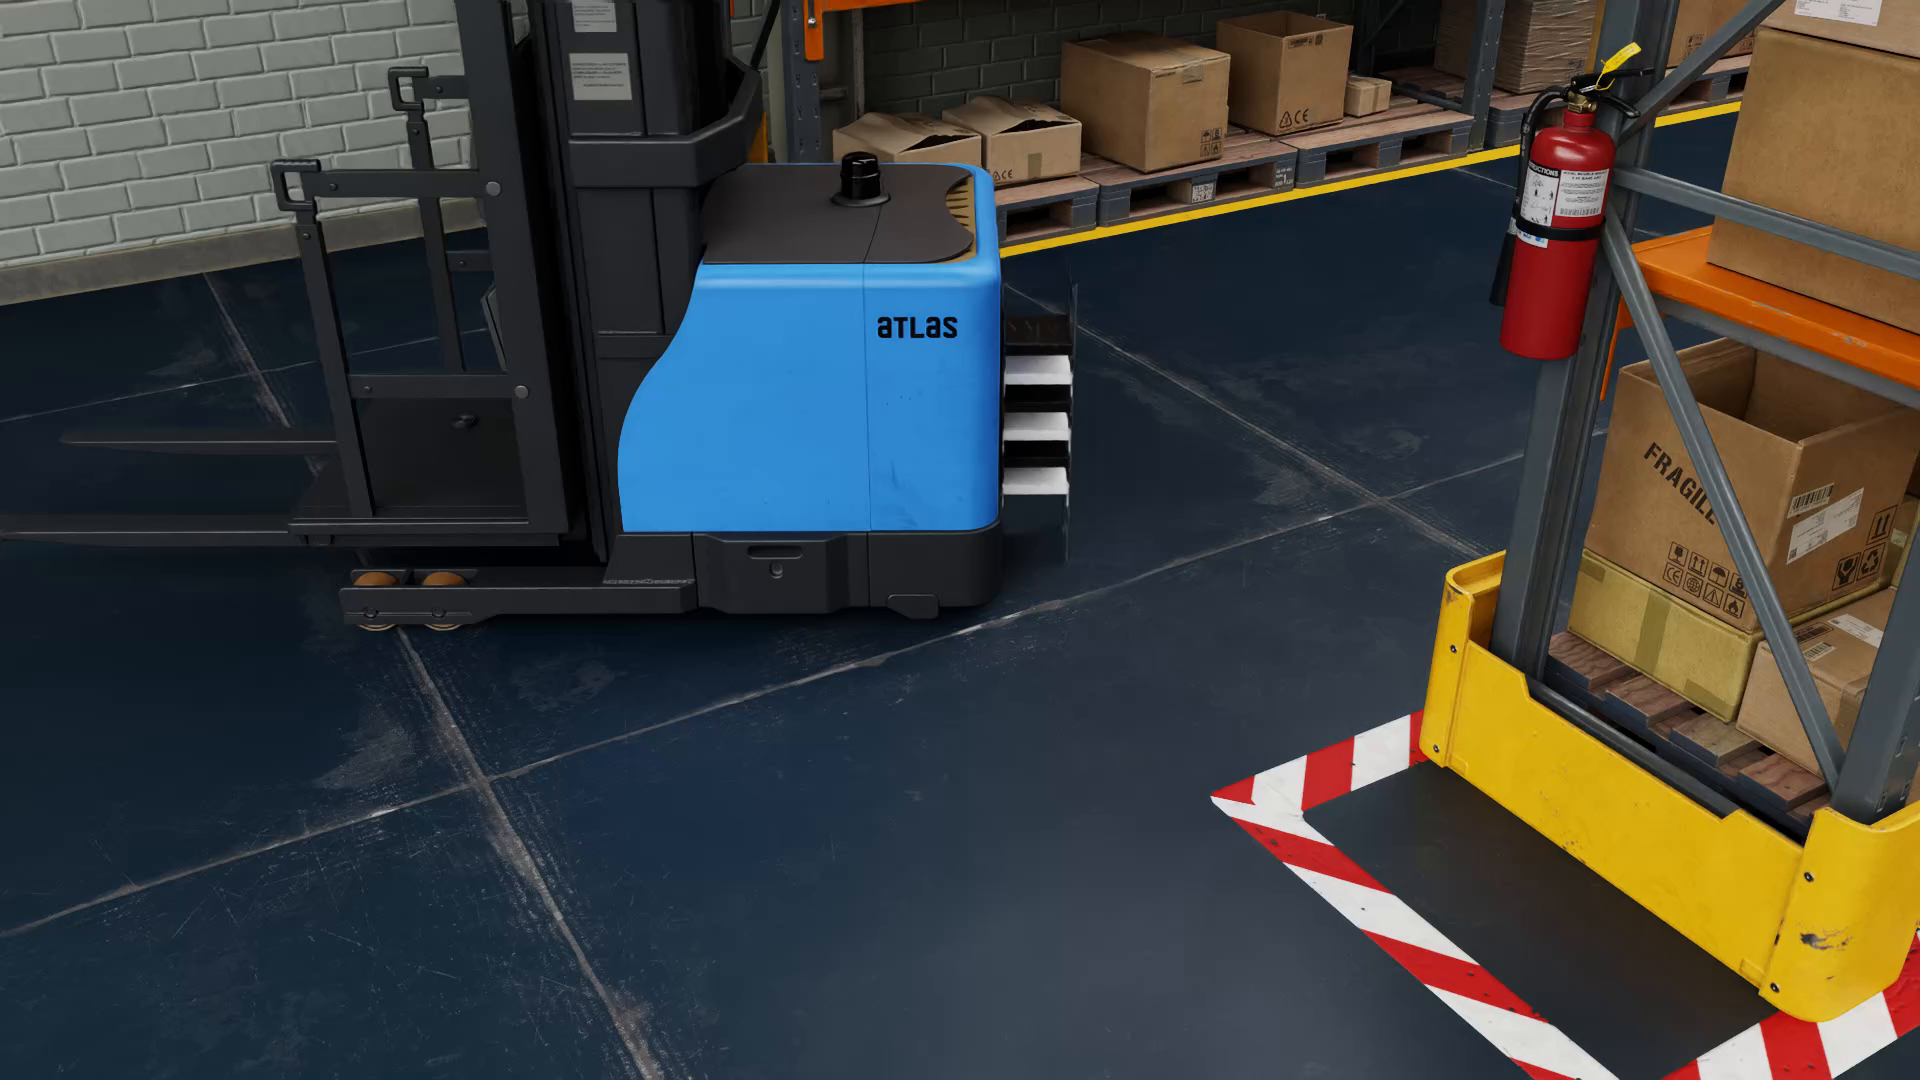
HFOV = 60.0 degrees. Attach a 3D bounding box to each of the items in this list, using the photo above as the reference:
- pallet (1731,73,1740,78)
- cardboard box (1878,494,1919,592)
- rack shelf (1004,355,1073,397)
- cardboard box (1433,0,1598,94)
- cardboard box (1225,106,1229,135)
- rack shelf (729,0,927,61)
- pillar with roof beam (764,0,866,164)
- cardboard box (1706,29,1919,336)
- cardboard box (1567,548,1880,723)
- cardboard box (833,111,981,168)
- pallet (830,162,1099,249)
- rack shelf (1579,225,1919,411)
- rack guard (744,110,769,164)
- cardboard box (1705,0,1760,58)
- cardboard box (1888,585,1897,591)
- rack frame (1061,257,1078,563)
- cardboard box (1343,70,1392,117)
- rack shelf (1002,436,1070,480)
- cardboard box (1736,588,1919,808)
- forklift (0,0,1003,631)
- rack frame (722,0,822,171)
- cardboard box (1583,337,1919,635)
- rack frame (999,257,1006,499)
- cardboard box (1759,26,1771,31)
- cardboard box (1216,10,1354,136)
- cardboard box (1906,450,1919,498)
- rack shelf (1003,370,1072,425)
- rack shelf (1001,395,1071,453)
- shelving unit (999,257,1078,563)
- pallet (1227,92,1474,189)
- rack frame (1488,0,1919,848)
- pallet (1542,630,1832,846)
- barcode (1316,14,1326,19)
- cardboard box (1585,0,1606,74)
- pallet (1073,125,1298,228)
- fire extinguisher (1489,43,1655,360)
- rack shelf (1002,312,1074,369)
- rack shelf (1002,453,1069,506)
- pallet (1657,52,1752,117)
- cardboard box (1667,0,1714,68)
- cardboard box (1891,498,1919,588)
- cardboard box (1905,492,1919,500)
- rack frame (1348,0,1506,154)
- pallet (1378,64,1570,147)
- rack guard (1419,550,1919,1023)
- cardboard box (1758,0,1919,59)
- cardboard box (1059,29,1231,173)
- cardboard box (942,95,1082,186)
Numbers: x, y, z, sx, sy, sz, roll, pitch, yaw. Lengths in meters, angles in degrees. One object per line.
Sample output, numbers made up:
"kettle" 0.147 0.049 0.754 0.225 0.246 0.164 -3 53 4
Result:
"pallet" 5.334 -3.204 10.837 1.213 0.211 1.003 -16 33 -26
"cardboard box" 2.361 0.044 4.477 0.500 0.250 0.500 -16 33 -26
"rack shelf" 0.226 -0.511 4.940 0.200 0.077 0.258 0 29 0
"cardboard box" 3.186 -2.921 9.571 0.500 0.500 0.700 -15 32 -25
"cardboard box" 1.170 -2.197 8.622 0.250 0.149 0.380 -19 34 -30
"rack shelf" 0.835 -2.832 8.021 4.000 0.370 1.077 -16 33 -26
"pillar with roof beam" 1.457 -4.022 3.224 0.400 9.000 9.100 -16 33 -26
"cardboard box" 2.033 -0.747 3.396 0.500 0.500 0.700 -16 33 -26
"cardboard box" 1.936 0.171 4.246 0.500 0.250 0.500 -16 33 -26
"cardboard box" -0.247 -1.804 7.742 0.500 0.311 0.500 -20 35 -32
"pallet" -0.105 -1.639 8.001 1.213 0.211 1.003 -16 33 -26
"rack shelf" 3.348 -0.769 4.283 4.000 0.370 1.077 -16 33 -26
"rack guard" -0.824 -1.581 7.598 0.348 0.500 1.175 -16 33 -26
"cardboard box" 4.497 -3.304 10.265 0.500 0.500 0.700 -16 33 -27
"cardboard box" 2.628 0.263 4.080 0.500 0.250 0.500 -16 33 -26
"rack frame" 0.328 -0.383 5.012 0.006 0.900 0.240 0 29 0
"cardboard box" 2.113 -2.445 9.053 0.250 0.166 0.380 -21 35 -33
"rack shelf" 0.226 -0.274 5.071 0.200 0.077 0.258 0 29 0
"cardboard box" 2.199 0.387 3.855 0.500 0.250 0.500 -16 33 -26
"forklift" -1.397 -1.279 4.534 3.031 2.935 1.130 0 29 0
"rack frame" -0.889 -2.657 6.960 0.127 3.000 1.000 -16 33 -26
"cardboard box" 1.935 -0.158 4.067 0.500 0.500 0.500 -16 33 -26
"rack frame" 0.125 -0.382 5.011 0.006 0.900 0.240 0 29 0
"cardboard box" 4.911 -3.438 10.507 0.500 0.500 0.700 -16 33 -26
"cardboard box" 1.685 -2.464 8.741 0.500 0.500 0.500 -19 34 -30
"cardboard box" 2.790 -0.409 4.521 0.500 0.500 0.500 -16 33 -26
"rack shelf" 0.226 -0.432 4.984 0.200 0.077 0.258 0 29 0
"rack shelf" 0.226 -0.353 5.027 0.200 0.077 0.258 0 29 0
"shelving unit" 0.226 -0.382 5.011 0.210 0.900 0.258 0 29 0
"pallet" 1.998 -2.236 9.083 1.213 0.211 1.003 -16 33 -26
"rack frame" 1.624 -0.594 3.222 0.127 3.000 1.000 -16 33 -26
"pallet" 2.262 0.422 4.267 1.213 0.211 1.003 -16 33 -26
"barcode" 1.972 -2.842 9.096 0.075 0.075 0.001 -16 33 -26
"cardboard box" 3.606 -3.069 9.838 0.500 0.500 0.700 -17 33 -27
"pallet" 0.945 -1.936 8.539 1.213 0.211 1.003 -16 33 -26
"fire extinguisher" 1.286 -0.725 3.539 0.183 0.674 0.296 -16 33 -26
"rack shelf" 0.226 -0.589 4.897 0.200 0.077 0.258 0 29 0
"rack shelf" 0.226 -0.195 5.114 0.200 0.077 0.258 0 29 0
"pallet" 4.283 -2.907 10.299 1.213 0.211 1.003 -16 33 -26
"cardboard box" 4.066 -3.177 10.034 0.500 0.500 0.700 -15 32 -26
"cardboard box" 2.629 -0.064 3.897 0.500 0.500 0.500 -16 33 -26
"cardboard box" 2.791 -0.079 4.700 0.500 0.250 0.500 -16 33 -26
"rack frame" 2.559 -3.636 8.734 0.127 3.000 1.000 -16 33 -26
"pallet" 3.230 -2.606 9.754 1.213 0.211 1.003 -16 33 -26
"rack guard" 1.603 0.506 3.816 0.348 0.500 1.175 -16 33 -26
"cardboard box" 1.856 -1.095 3.355 0.250 0.149 0.380 -16 33 -27
"cardboard box" 0.902 -2.185 8.237 0.500 0.500 0.700 -18 34 -29
"cardboard box" 0.244 -1.944 7.995 0.500 0.311 0.500 -13 31 -22
